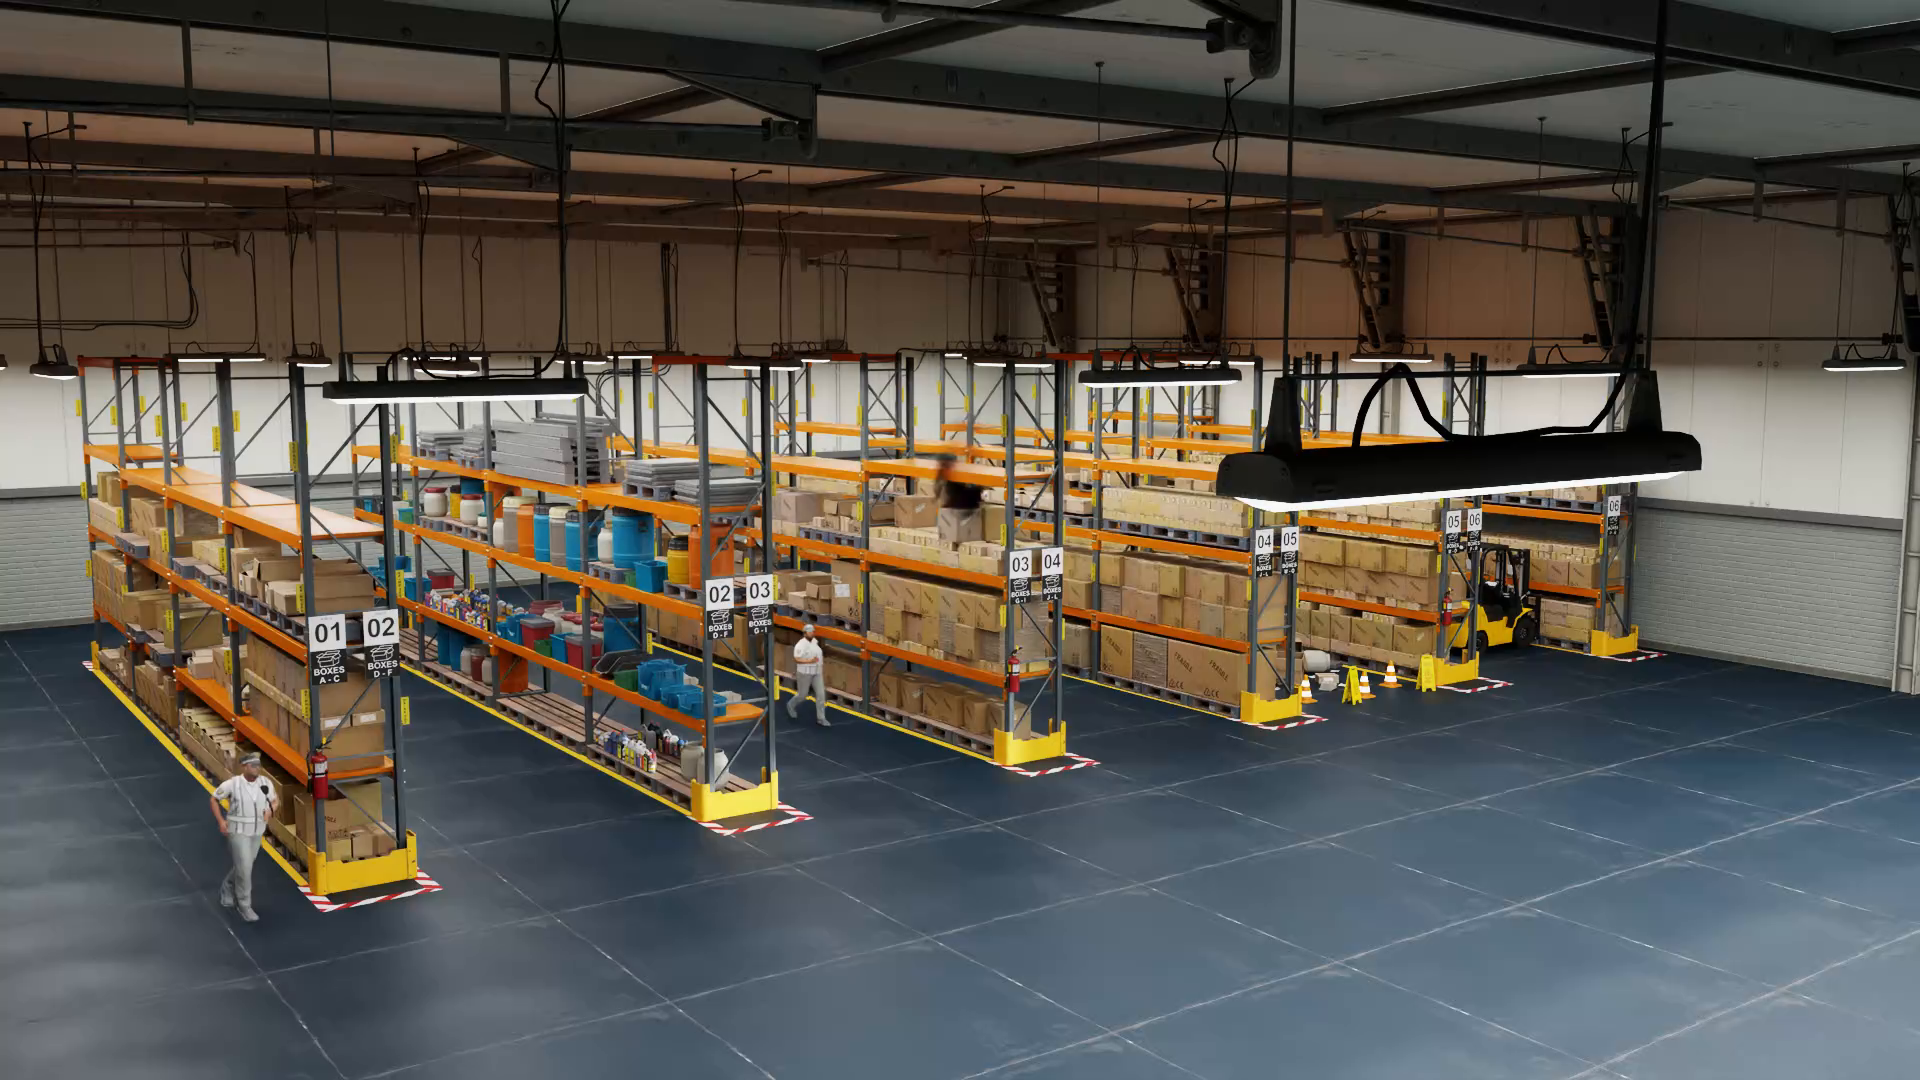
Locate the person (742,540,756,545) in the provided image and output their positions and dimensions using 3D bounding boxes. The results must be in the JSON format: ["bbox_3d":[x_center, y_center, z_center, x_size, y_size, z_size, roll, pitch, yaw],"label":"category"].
[{"bbox_3d":[-5.235,0.572,40.766,0.650,1.684,0.763,3,8,23],"label":"person"}]

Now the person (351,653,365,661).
[{"bbox_3d":[-10.251,2.058,28.122,0.633,1.766,0.689,-6,9,-40],"label":"person"}]

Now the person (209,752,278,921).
[{"bbox_3d":[-7.894,3.242,18.447,0.824,1.806,0.660,5,8,33],"label":"person"}]

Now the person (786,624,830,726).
[{"bbox_3d":[-2.473,2.194,27.311,0.614,1.643,0.907,-7,10,-43],"label":"person"}]
